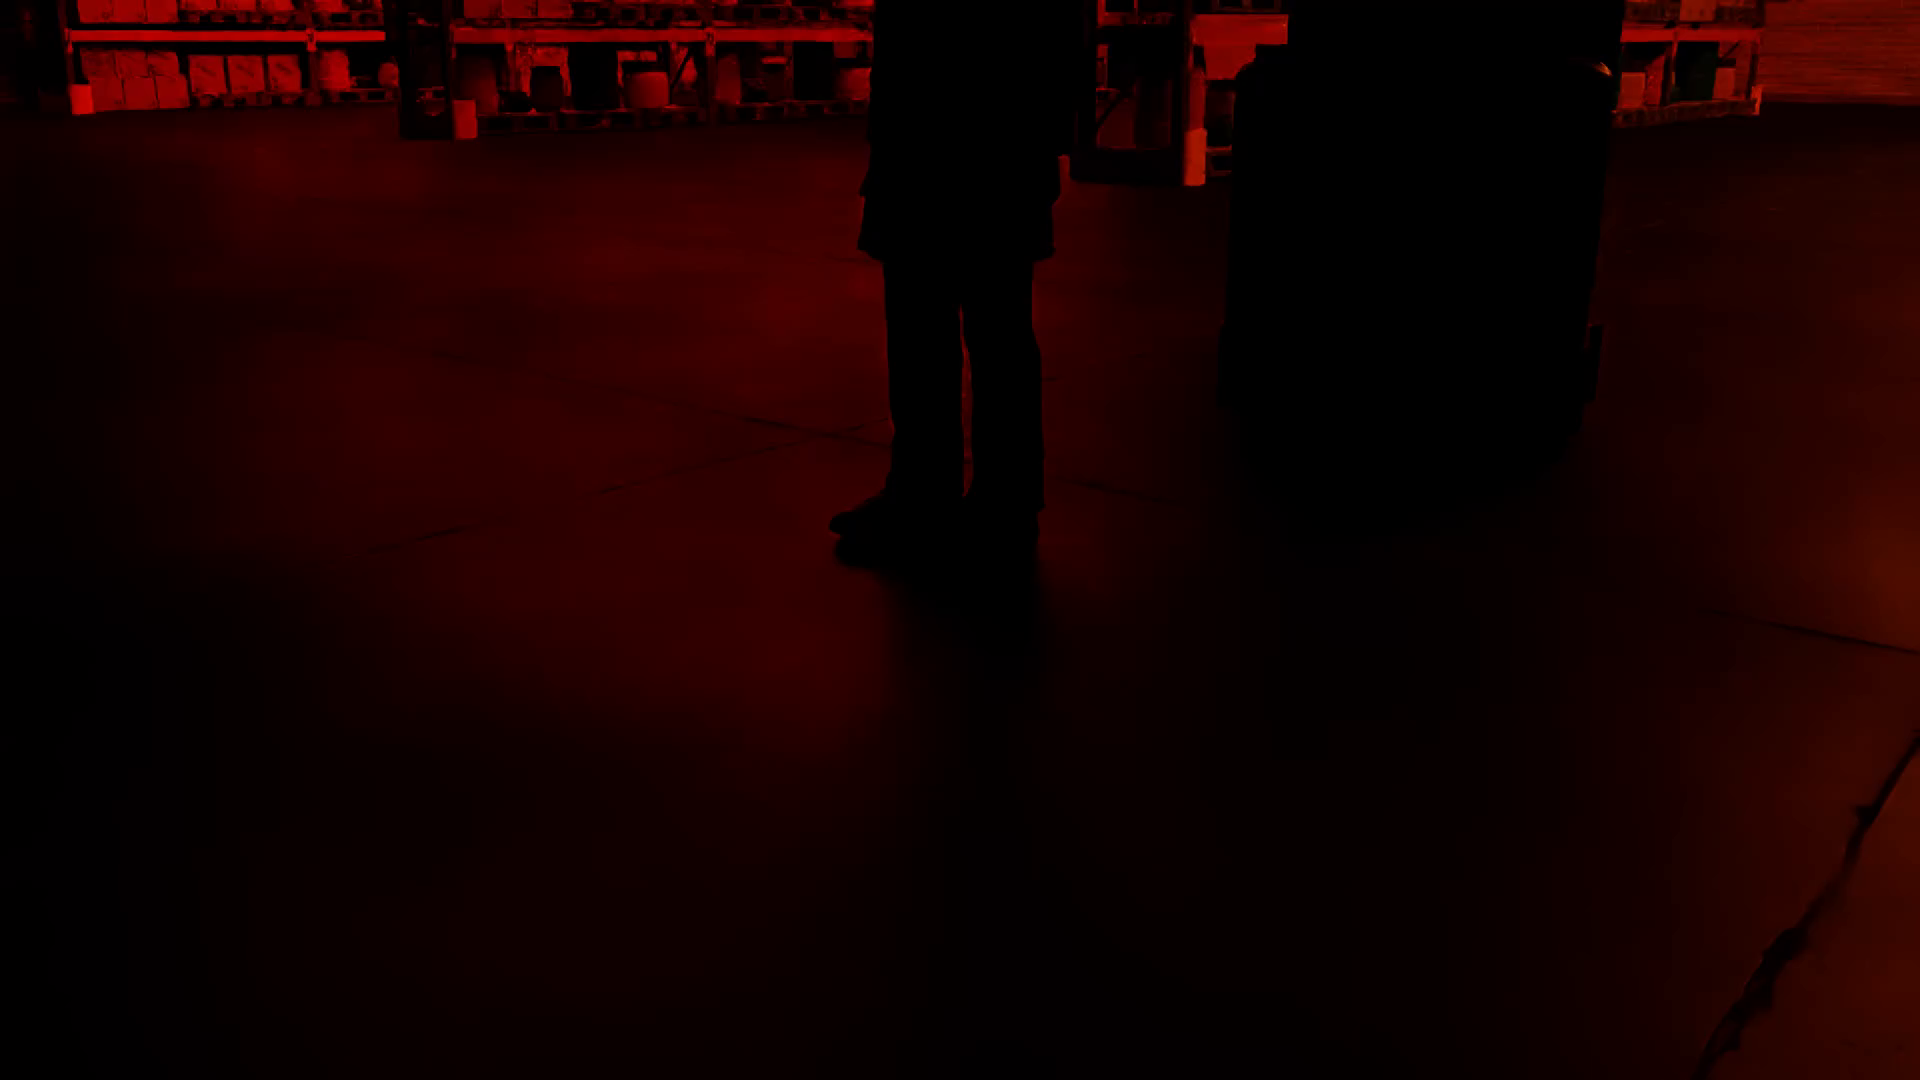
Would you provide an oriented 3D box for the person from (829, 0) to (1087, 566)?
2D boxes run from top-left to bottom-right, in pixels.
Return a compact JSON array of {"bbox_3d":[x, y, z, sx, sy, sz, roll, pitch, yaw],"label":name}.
[{"bbox_3d":[-0.015,-0.847,3.662,0.558,1.783,0.377,13,21,37],"label":"person"}]

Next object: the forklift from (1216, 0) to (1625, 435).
[{"bbox_3d":[1.749,-2.091,5.783,1.130,2.935,3.031,6,18,19],"label":"forklift"}]
